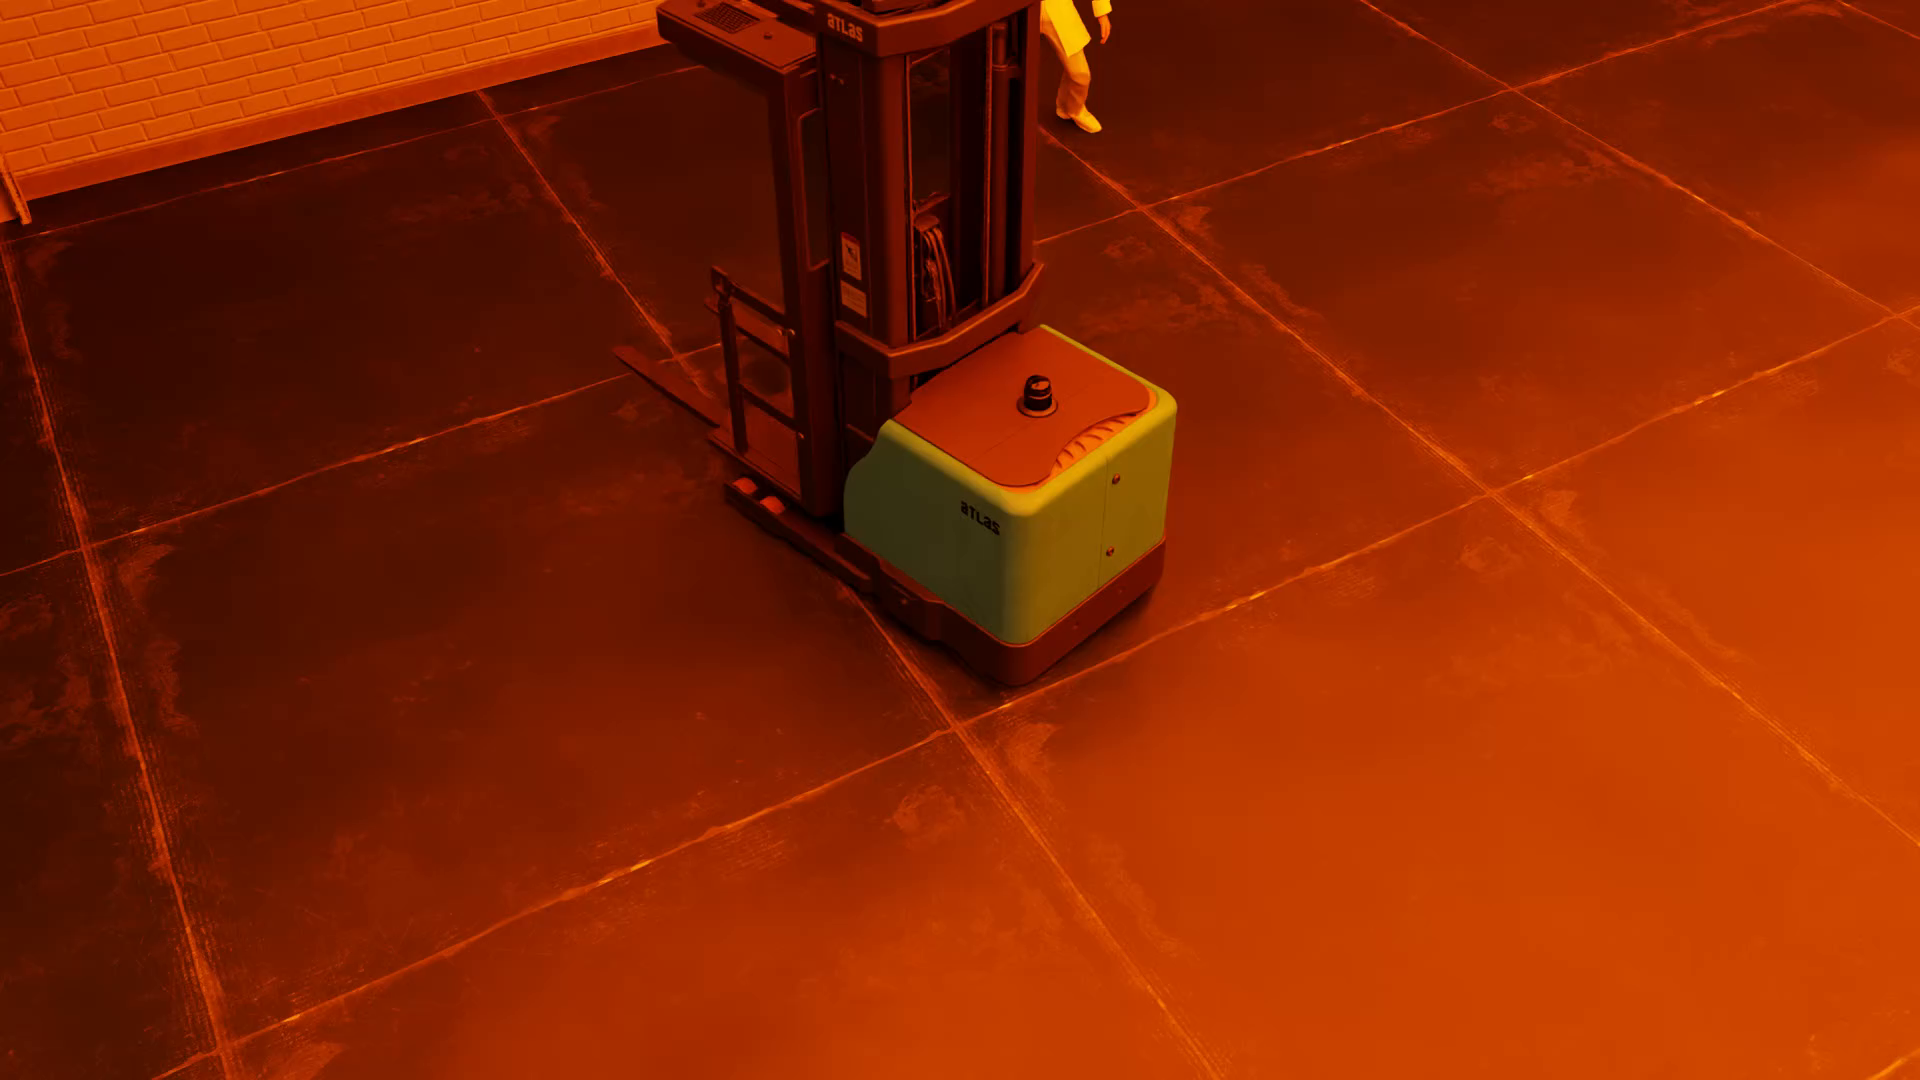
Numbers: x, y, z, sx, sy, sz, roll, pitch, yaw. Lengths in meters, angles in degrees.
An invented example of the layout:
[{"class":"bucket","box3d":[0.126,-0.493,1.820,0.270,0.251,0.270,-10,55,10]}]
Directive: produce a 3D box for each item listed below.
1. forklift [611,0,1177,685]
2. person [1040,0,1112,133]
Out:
[{"class":"forklift","box3d":[-0.485,-1.345,7.148,3.031,2.935,1.130,33,52,31]},{"class":"person","box3d":[0.460,-3.272,10.154,0.942,1.684,0.574,6,43,6]}]
